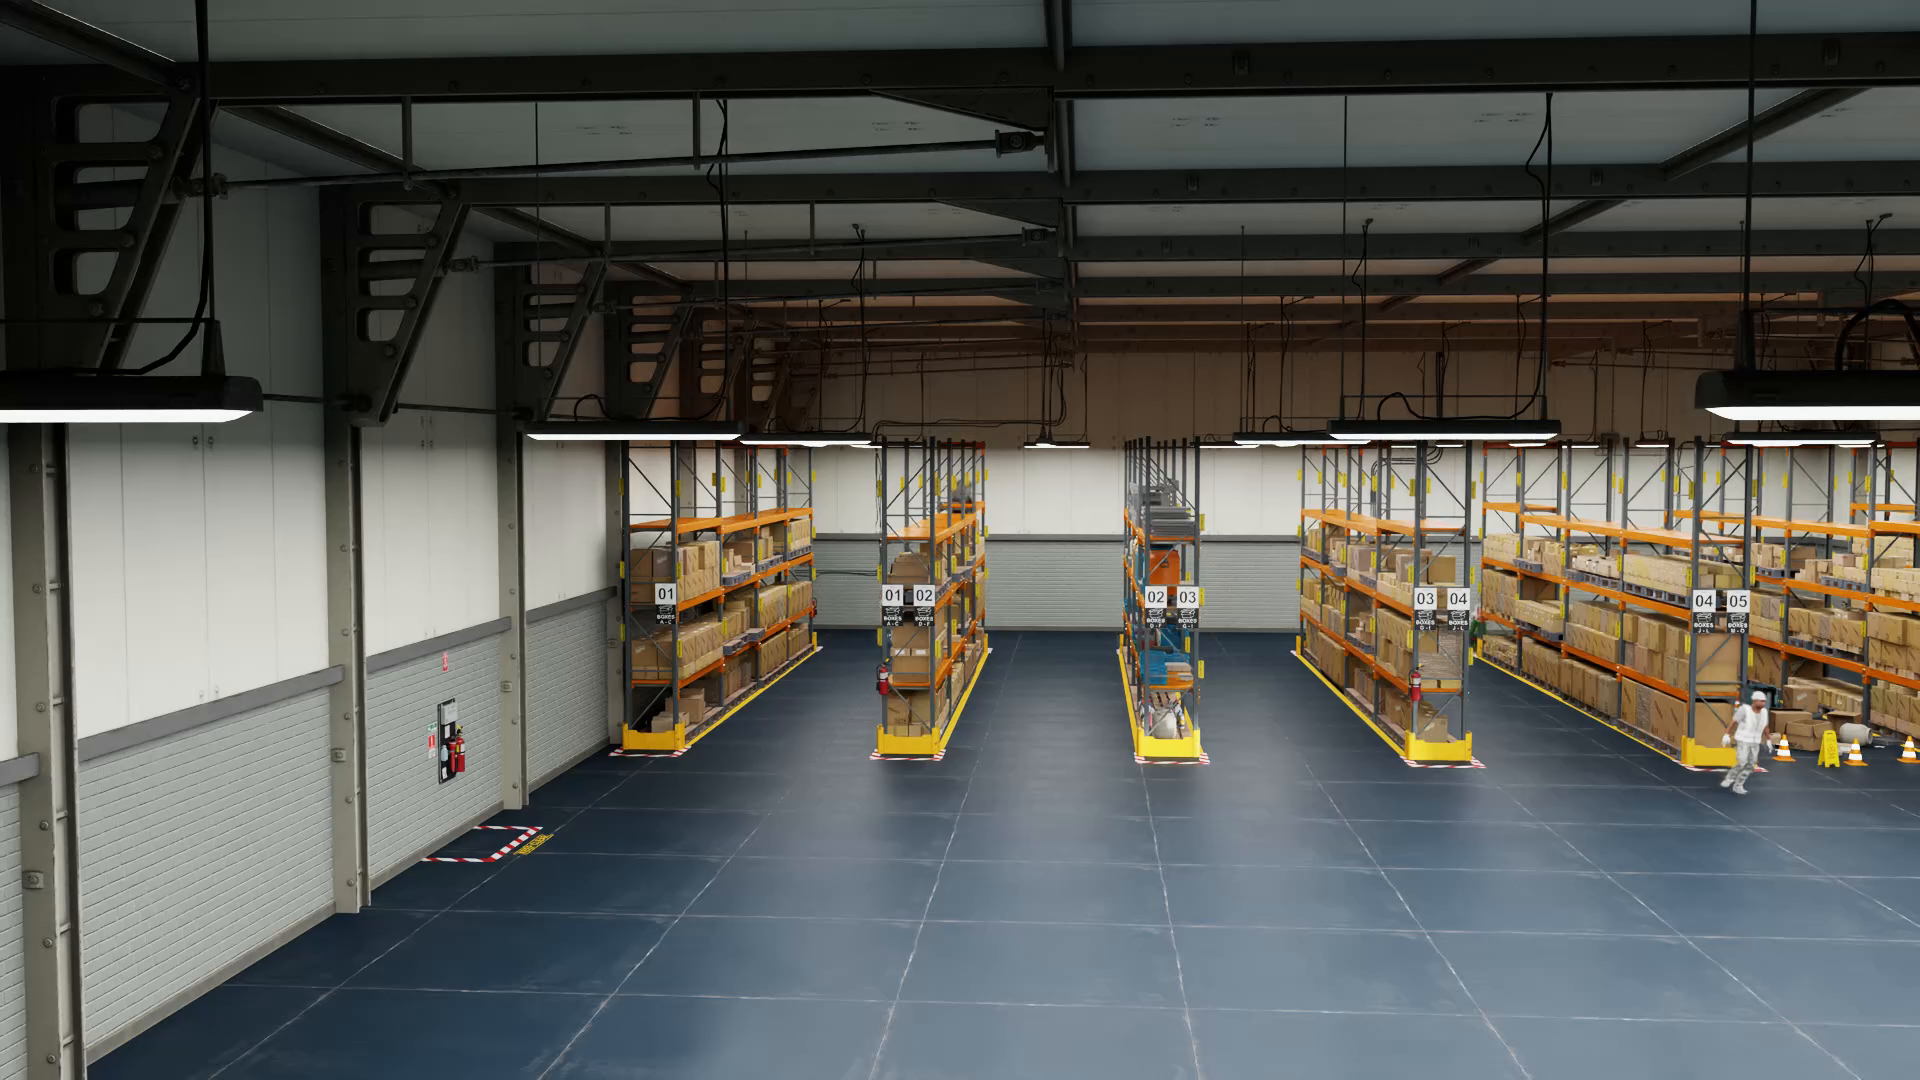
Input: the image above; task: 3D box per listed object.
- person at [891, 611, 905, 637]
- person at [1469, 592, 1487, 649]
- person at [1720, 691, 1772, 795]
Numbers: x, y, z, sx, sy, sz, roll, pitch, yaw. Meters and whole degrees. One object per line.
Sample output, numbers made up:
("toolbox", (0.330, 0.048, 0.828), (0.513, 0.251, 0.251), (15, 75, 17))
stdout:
("person", (-1.611, 2.263, 48.878), (0.907, 1.649, 0.558), (1, 3, 10))
("person", (14.804, 2.322, 47.282), (0.695, 1.811, 0.652), (-1, 3, -16))
("person", (13.138, 3.377, 27.748), (0.702, 1.755, 0.602), (-1, 3, -14))
